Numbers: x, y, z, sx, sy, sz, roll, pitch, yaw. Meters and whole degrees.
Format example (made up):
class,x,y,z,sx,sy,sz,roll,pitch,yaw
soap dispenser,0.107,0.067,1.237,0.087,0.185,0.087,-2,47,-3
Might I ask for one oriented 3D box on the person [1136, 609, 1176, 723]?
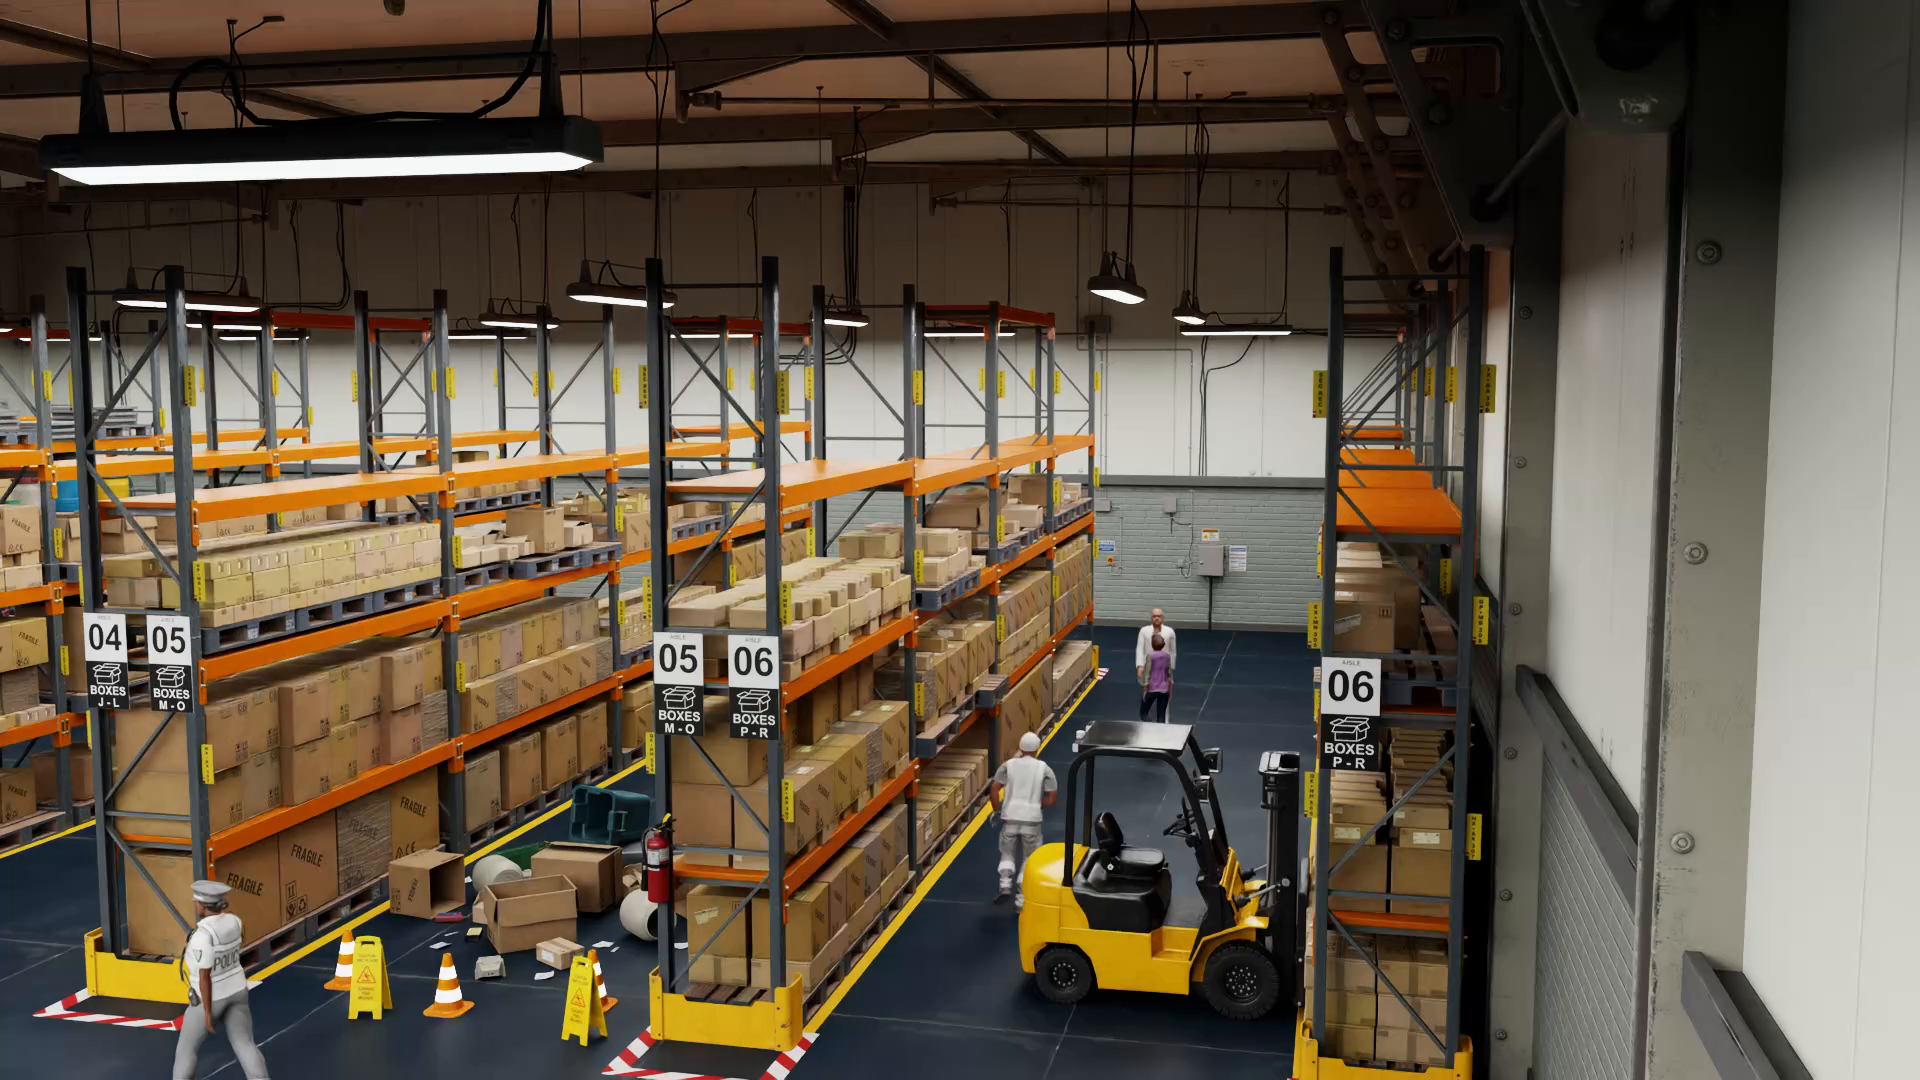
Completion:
class,x,y,z,sx,sy,sz,roll,pitch,yaw
person,2.834,1.857,24.019,0.595,1.724,1.144,0,6,3

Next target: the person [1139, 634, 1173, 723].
class,x,y,z,sx,sy,sz,roll,pitch,yaw
person,2.690,2.086,22.684,0.446,1.612,0.372,-2,6,-16

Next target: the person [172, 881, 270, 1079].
class,x,y,z,sx,sy,sz,roll,pitch,yaw
person,-5.215,3.182,11.570,0.866,1.629,0.475,2,6,23

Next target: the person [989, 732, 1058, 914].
class,x,y,z,sx,sy,sz,roll,pitch,yaw
person,0.600,2.713,16.077,0.657,1.682,0.793,2,6,15
